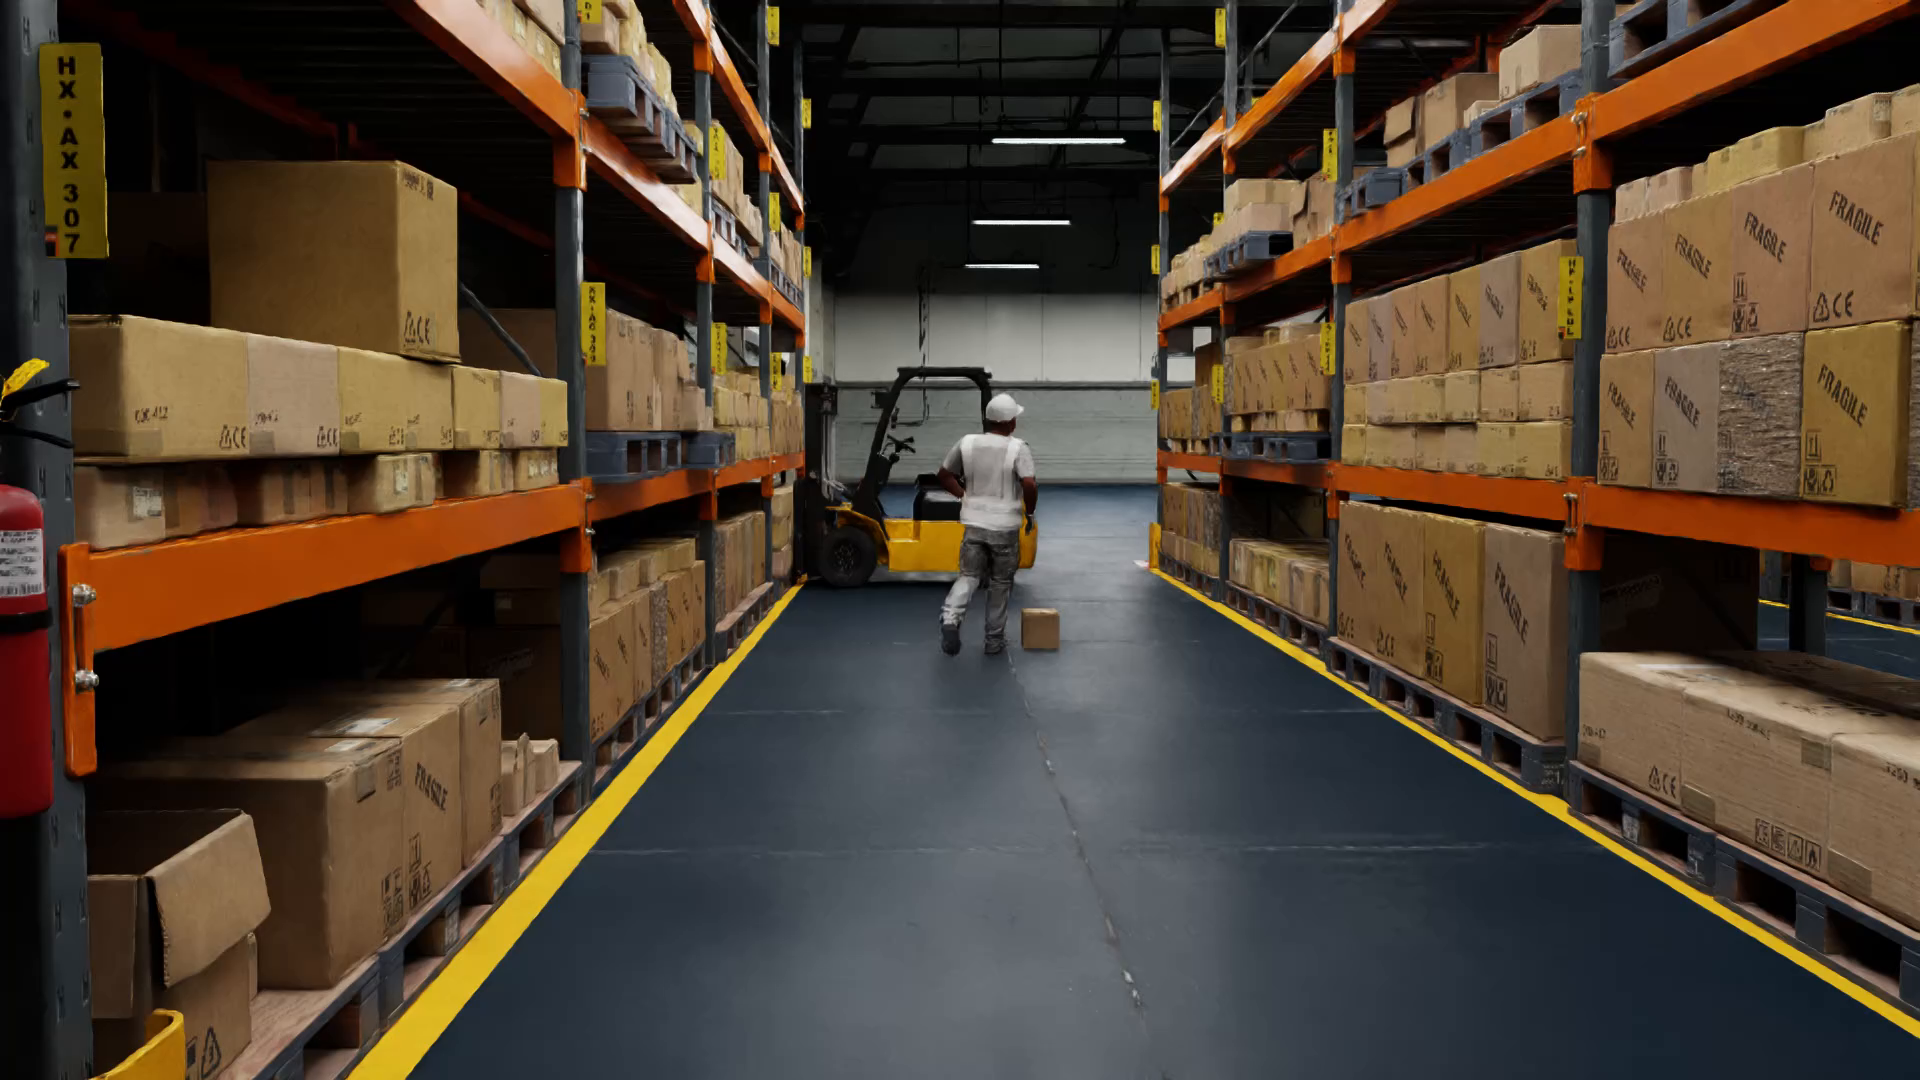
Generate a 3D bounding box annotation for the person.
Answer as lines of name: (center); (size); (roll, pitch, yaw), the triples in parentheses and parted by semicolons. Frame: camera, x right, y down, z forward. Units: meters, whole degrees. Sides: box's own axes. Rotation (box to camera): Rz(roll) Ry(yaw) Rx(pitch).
person: (0.231, -0.094, 11.104); (0.719, 1.765, 0.851); (1, 4, 21)
